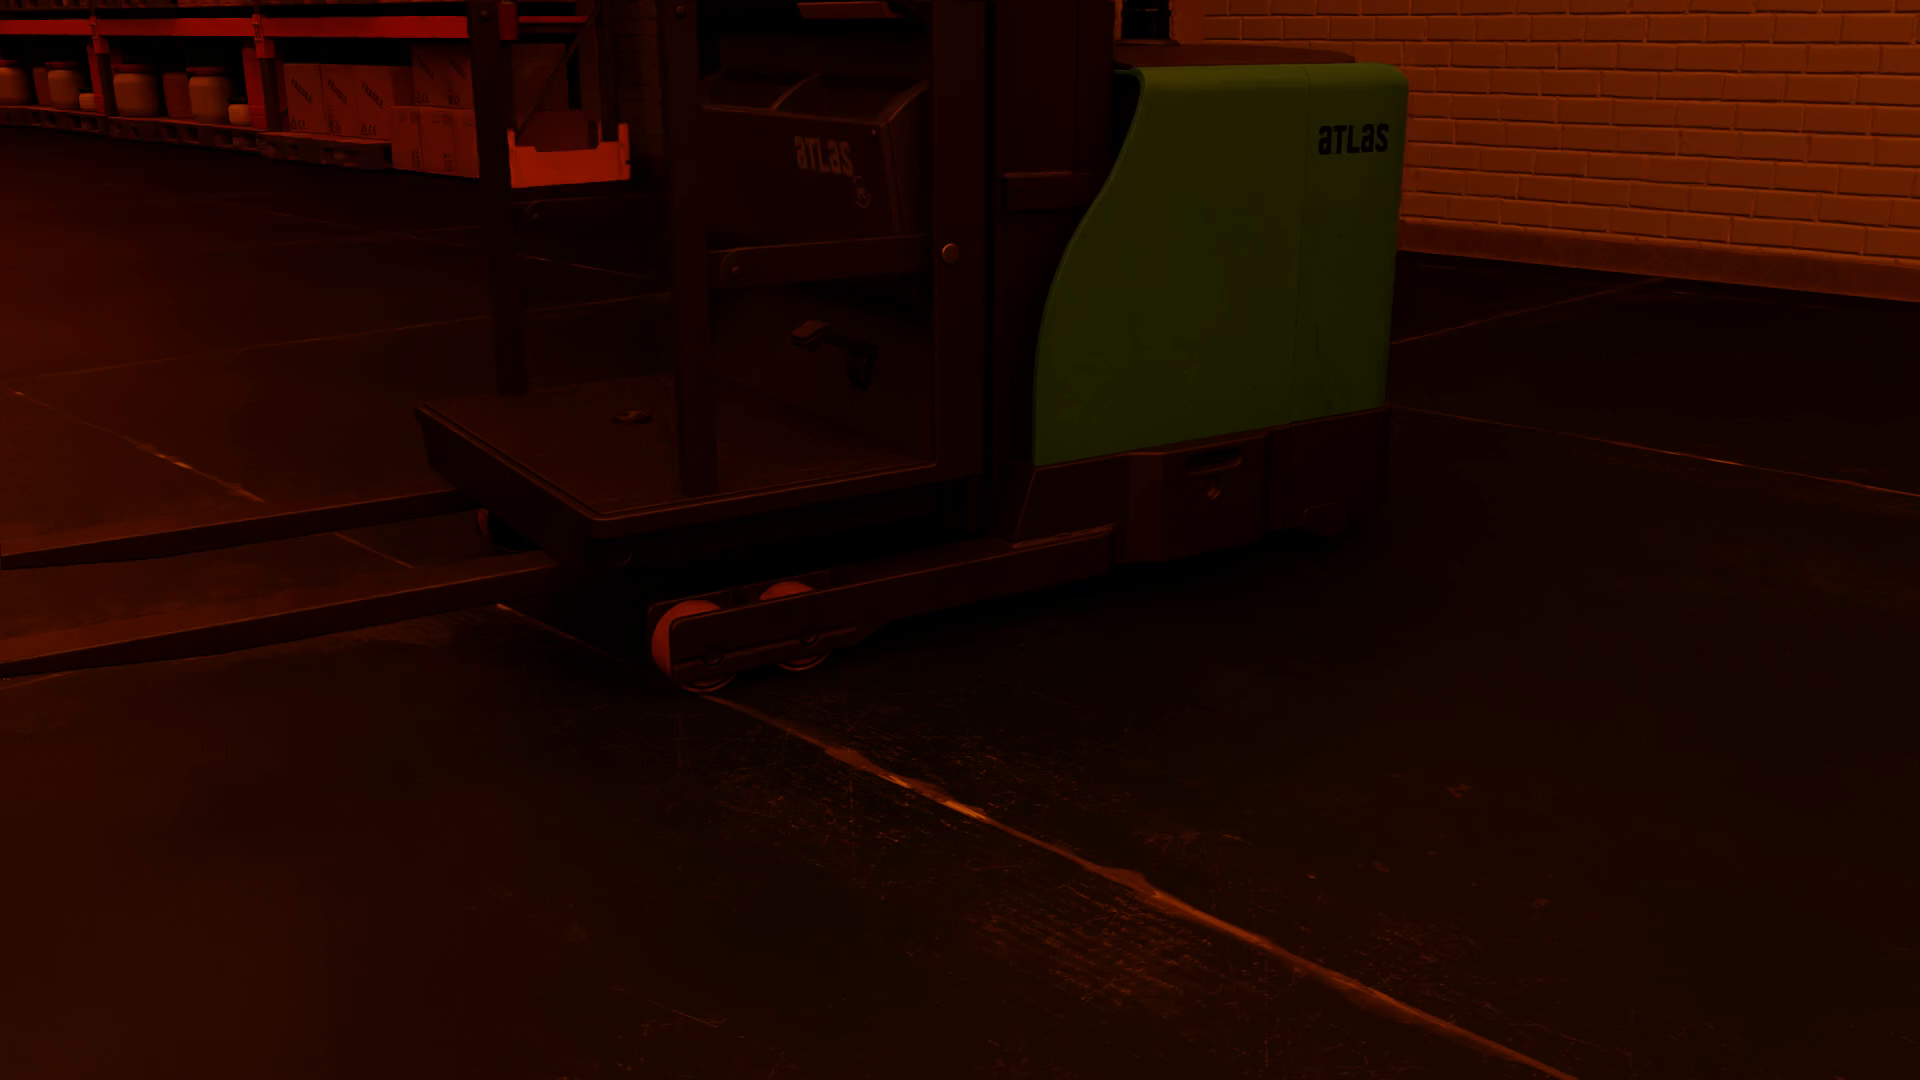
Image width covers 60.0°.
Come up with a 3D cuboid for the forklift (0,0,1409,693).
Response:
[{"bbox_3d":[-0.509,-1.301,3.141,3.031,2.935,1.130,-11,20,-32],"label":"forklift"}]
